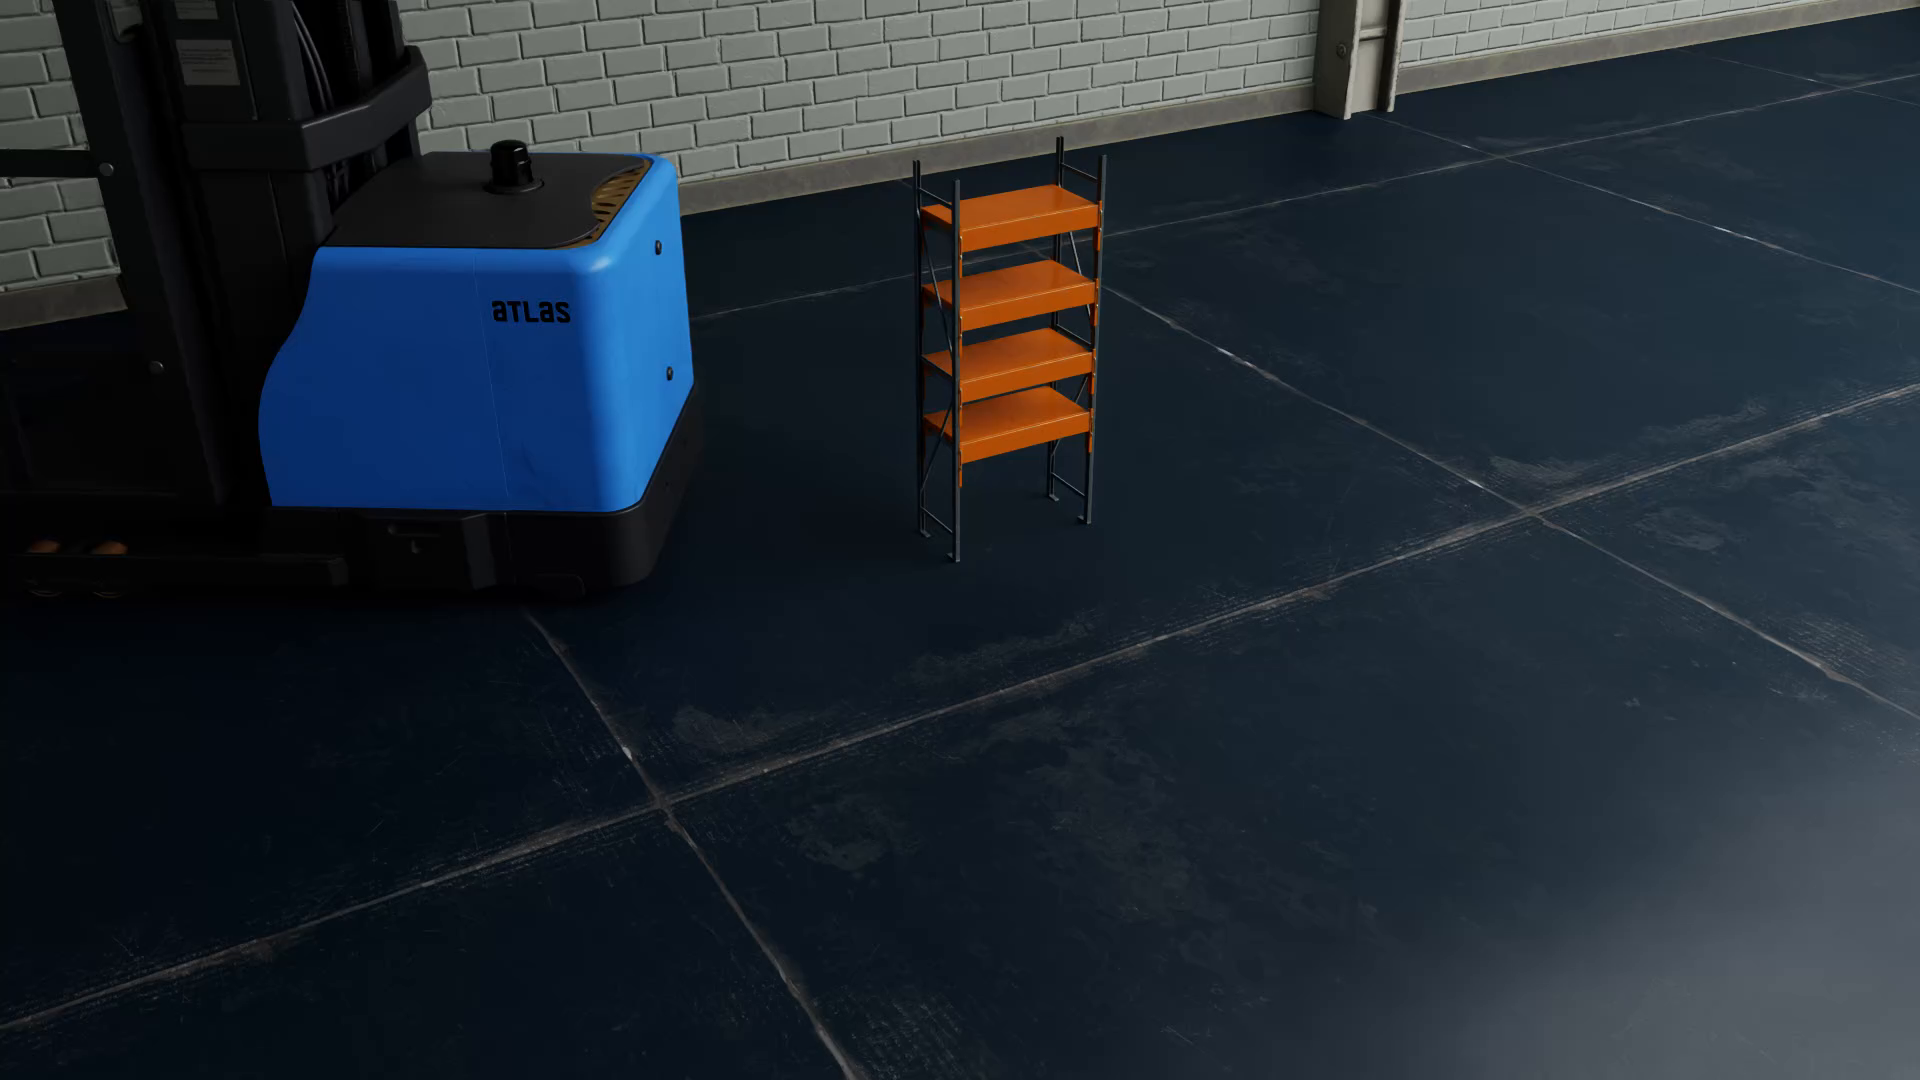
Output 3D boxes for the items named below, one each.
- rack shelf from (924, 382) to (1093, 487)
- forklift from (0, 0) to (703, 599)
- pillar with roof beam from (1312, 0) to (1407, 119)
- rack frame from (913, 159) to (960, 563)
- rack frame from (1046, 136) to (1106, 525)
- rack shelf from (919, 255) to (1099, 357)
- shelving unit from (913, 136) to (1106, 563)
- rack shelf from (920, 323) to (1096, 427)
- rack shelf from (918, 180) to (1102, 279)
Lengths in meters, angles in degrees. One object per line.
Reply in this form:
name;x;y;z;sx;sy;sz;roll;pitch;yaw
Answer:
rack shelf;0.143;-0.333;5.162;0.480;0.148;0.258;-16;33;-26
forklift;-2.408;-1.364;4.688;3.031;2.935;1.130;1;29;2
pillar with roof beam;4.510;-4.710;4.470;0.400;9.000;9.100;-16;33;-26
rack frame;-0.068;-0.506;4.925;0.015;1.200;0.240;-16;33;-26
rack frame;0.353;-0.626;5.142;0.015;1.200;0.240;-16;33;-26
rack shelf;0.143;-0.703;4.958;0.480;0.148;0.258;-16;33;-26
shelving unit;0.143;-0.566;5.034;0.503;1.200;0.258;-16;33;-26
rack shelf;0.143;-0.507;5.066;0.480;0.148;0.258;-16;33;-26
rack shelf;0.143;-0.910;4.844;0.480;0.148;0.258;-16;33;-26
